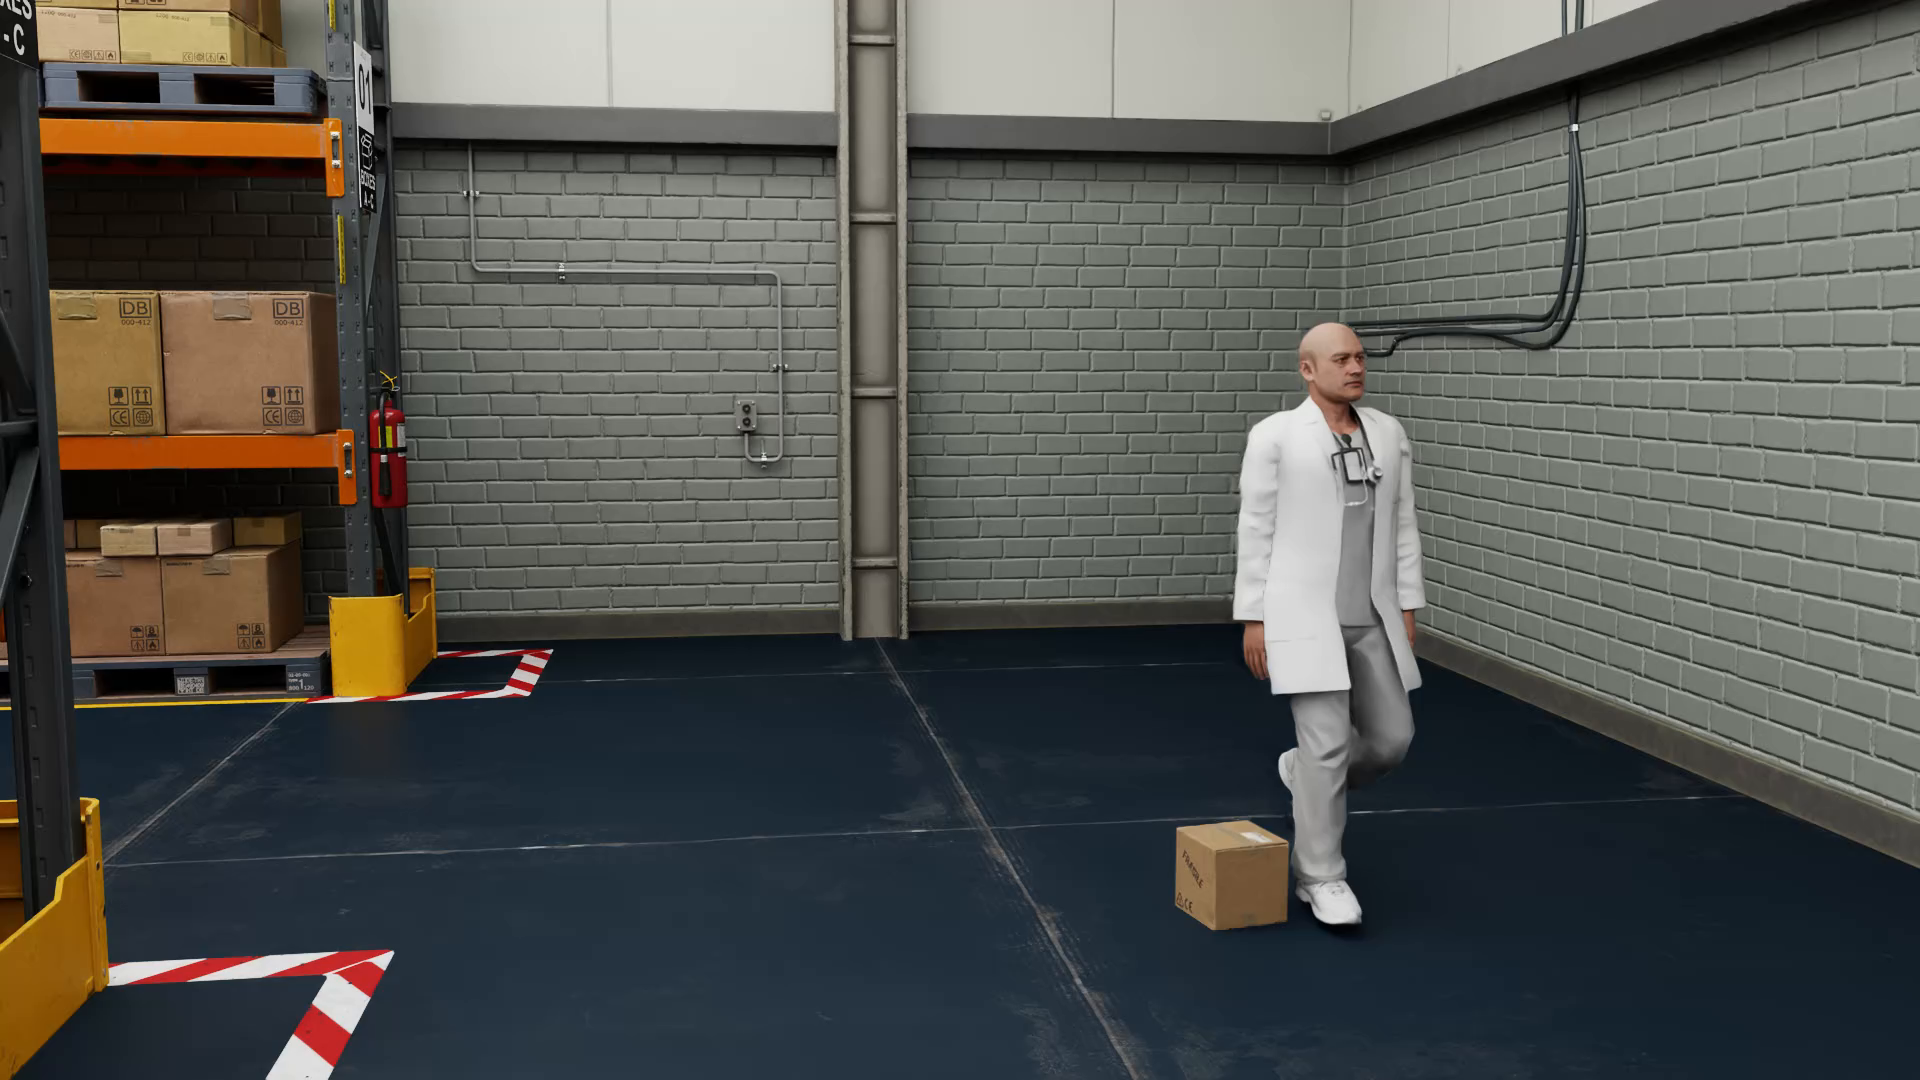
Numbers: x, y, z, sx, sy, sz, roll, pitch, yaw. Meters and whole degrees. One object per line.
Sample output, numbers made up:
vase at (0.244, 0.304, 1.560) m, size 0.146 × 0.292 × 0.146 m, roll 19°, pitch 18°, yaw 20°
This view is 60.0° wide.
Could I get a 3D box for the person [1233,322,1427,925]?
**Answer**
person at (1.113, 0.223, 5.087) m, size 0.603 × 1.761 × 0.725 m, roll -2°, pitch 7°, yaw -17°
